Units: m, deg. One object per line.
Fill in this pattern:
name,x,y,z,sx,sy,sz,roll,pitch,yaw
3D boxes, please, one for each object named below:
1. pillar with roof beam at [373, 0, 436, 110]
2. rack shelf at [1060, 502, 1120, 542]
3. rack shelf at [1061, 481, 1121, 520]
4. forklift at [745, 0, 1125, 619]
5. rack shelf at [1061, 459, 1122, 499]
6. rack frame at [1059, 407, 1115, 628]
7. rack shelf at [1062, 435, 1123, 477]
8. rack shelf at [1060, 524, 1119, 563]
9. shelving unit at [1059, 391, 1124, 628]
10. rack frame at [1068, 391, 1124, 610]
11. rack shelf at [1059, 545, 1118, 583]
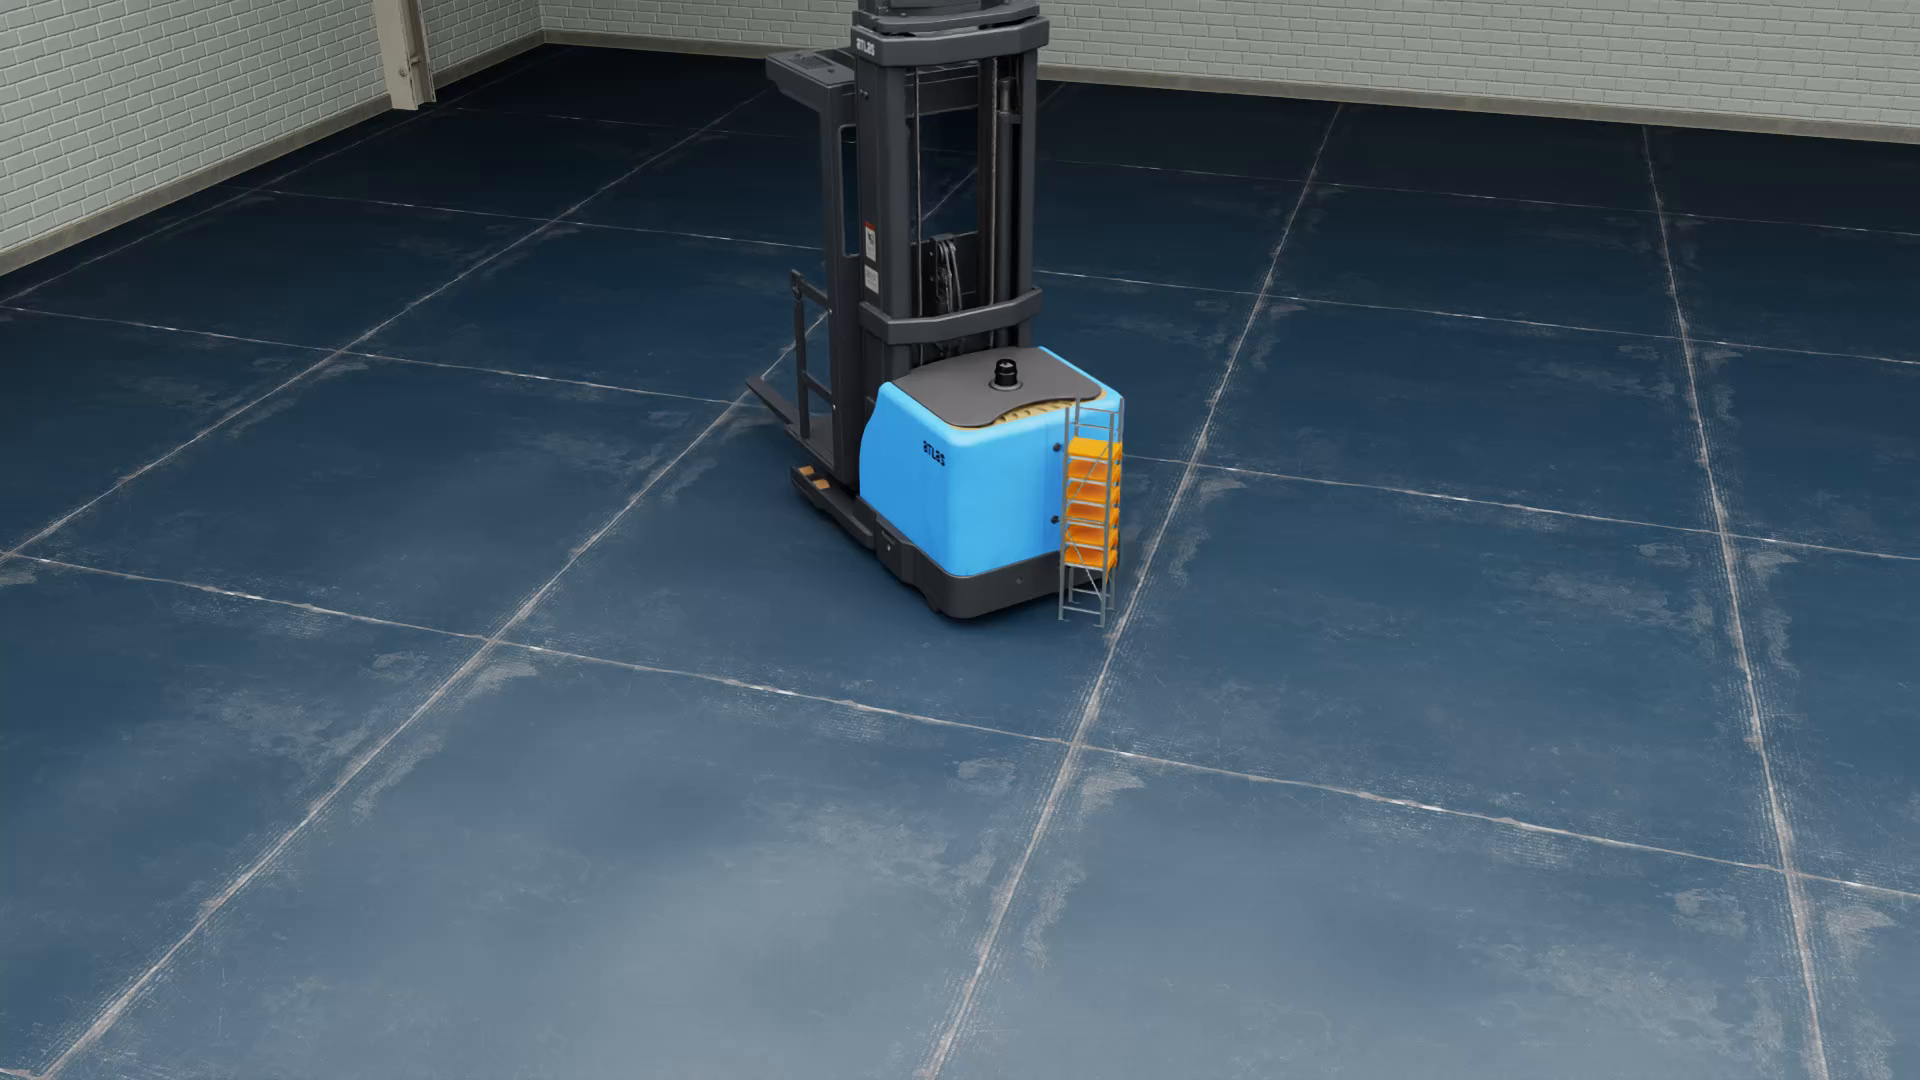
pillar with roof beam,-1.632,-7.899,14.192,9.100,9.000,0.400,8,30,15
rack shelf,0.647,-0.098,8.282,0.258,0.103,0.180,10,31,17
rack shelf,0.647,-0.202,8.223,0.258,0.103,0.180,10,31,17
forklift,-0.330,-1.566,9.050,1.130,2.935,3.031,-16,33,-26
rack shelf,0.647,-0.307,8.164,0.258,0.103,0.180,10,31,17
rack frame,0.617,-0.094,8.185,0.240,1.200,0.006,10,31,17
rack shelf,0.647,-0.411,8.105,0.258,0.103,0.180,10,31,17
rack shelf,0.648,0.007,8.341,0.258,0.103,0.180,10,31,17
shelving unit,0.647,-0.137,8.260,0.258,1.200,0.189,10,31,17
rack frame,0.677,-0.179,8.335,0.240,1.200,0.006,10,31,17
rack shelf,0.648,0.111,8.400,0.258,0.103,0.180,10,31,17
